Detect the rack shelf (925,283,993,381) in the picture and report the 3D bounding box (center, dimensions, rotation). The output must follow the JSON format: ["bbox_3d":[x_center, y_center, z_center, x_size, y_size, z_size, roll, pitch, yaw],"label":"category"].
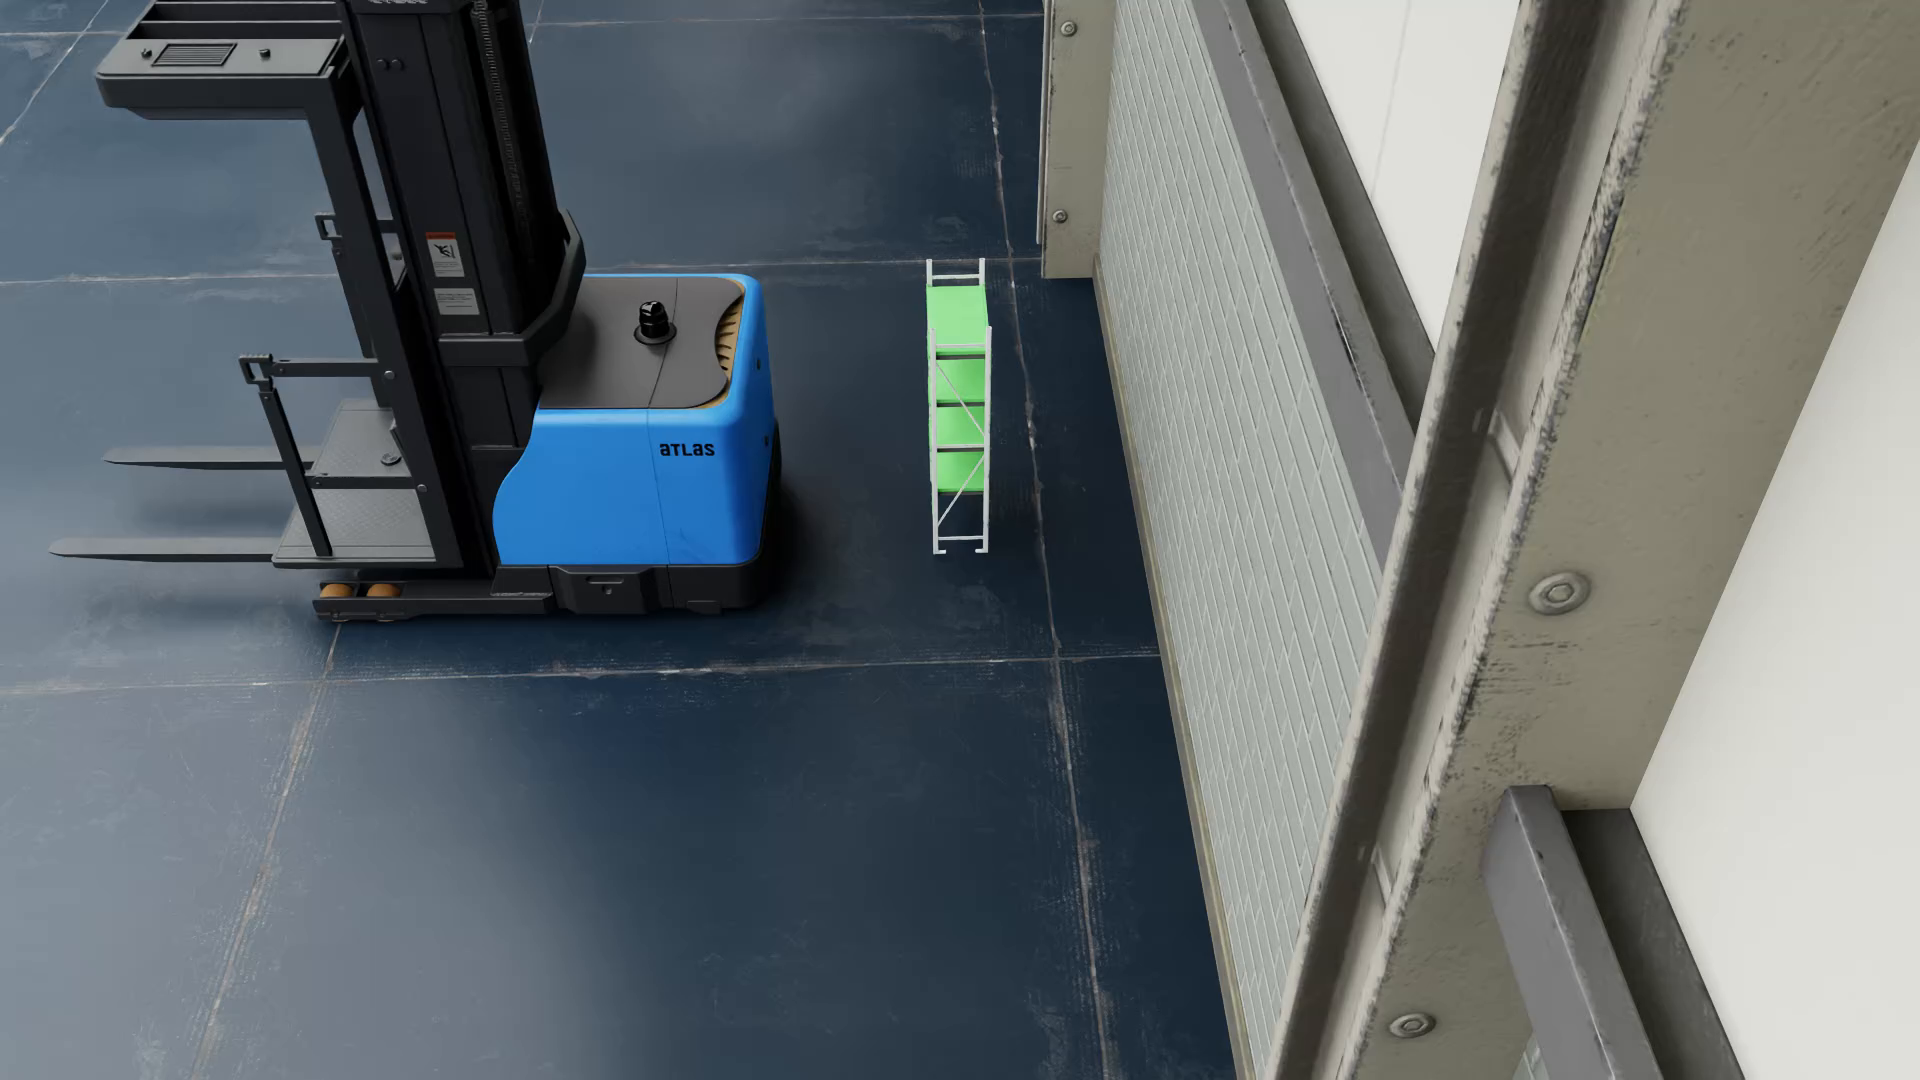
[{"bbox_3d":[-0.007,-0.861,6.835,0.258,0.148,0.480,-2,43,-2],"label":"rack shelf"}]

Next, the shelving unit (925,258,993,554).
[{"bbox_3d":[-0.007,-0.554,7.116,0.258,1.200,0.503,-2,43,-2],"label":"shelving unit"}]

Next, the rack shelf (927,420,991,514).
[{"bbox_3d":[-0.007,-0.330,7.322,0.258,0.148,0.480,-2,43,-2],"label":"rack shelf"}]

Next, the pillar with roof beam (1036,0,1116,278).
[{"bbox_3d":[-3.715,-4.738,5.909,9.100,9.000,0.400,-2,43,-2],"label":"pillar with roof beam"}]

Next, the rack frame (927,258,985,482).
[{"bbox_3d":[-0.017,-0.719,7.296,0.240,1.200,0.015,-2,43,-2],"label":"rack frame"}]

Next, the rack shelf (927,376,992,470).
[{"bbox_3d":[-0.007,-0.507,7.159,0.258,0.148,0.480,-2,43,-2],"label":"rack shelf"}]

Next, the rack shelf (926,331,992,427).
[{"bbox_3d":[-0.007,-0.684,6.997,0.258,0.148,0.480,-2,43,-2],"label":"rack shelf"}]

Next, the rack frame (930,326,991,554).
[{"bbox_3d":[0.003,-0.389,6.936,0.240,1.200,0.015,-2,43,-2],"label":"rack frame"}]

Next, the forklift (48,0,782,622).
[{"bbox_3d":[-2.337,-1.094,6.425,3.031,2.935,1.130,0,43,0],"label":"forklift"}]
